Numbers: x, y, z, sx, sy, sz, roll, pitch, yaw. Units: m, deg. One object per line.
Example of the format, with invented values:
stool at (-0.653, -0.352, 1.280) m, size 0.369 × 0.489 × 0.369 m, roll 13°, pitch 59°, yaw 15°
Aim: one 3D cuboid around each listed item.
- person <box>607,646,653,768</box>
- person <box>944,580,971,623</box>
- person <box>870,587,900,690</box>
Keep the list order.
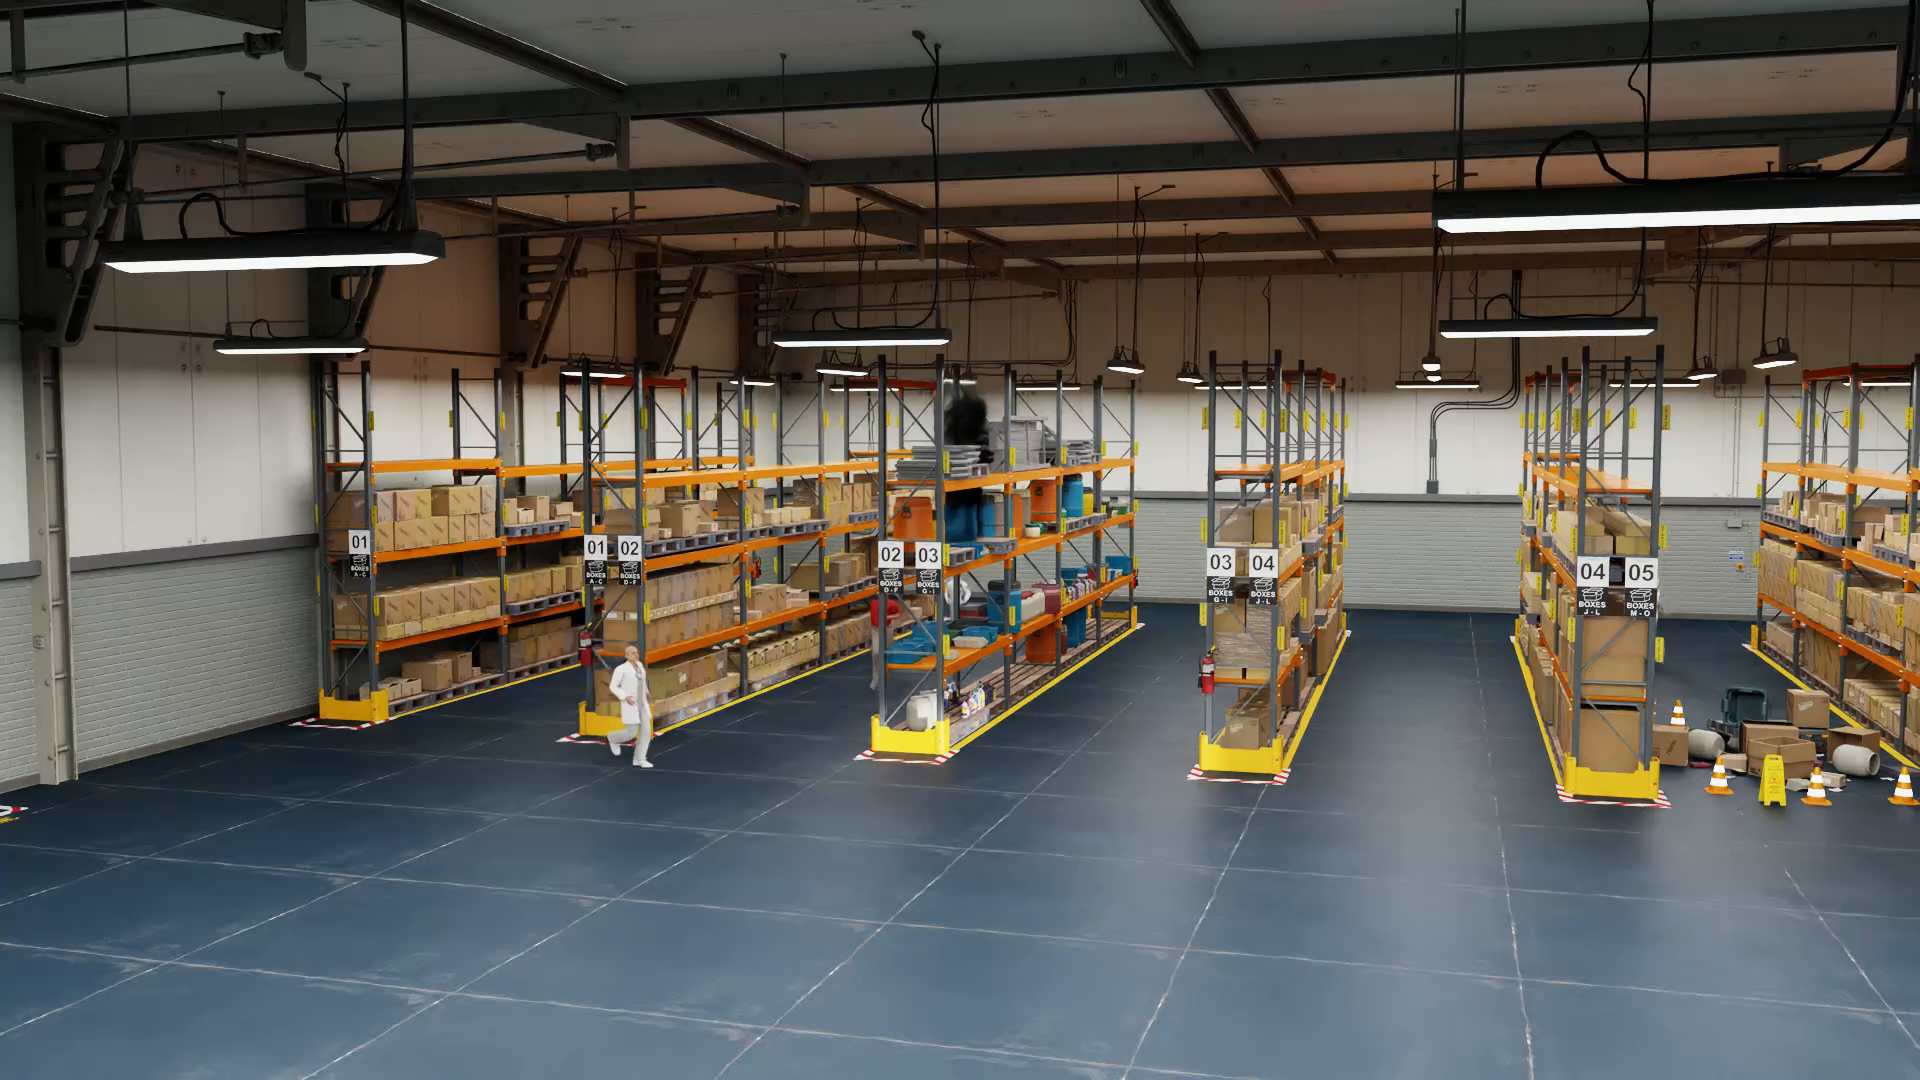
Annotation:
person at (-4.776, 2.406, 24.179) m, size 0.857 × 1.743 × 0.715 m, roll 3°, pitch 5°, yaw 38°
person at (-0.089, 1.473, 37.853) m, size 0.625 × 1.664 × 0.542 m, roll 1°, pitch 4°, yaw 13°
person at (-1.378, 1.744, 29.983) m, size 0.626 × 1.849 × 0.755 m, roll 1°, pitch 4°, yaw 14°
